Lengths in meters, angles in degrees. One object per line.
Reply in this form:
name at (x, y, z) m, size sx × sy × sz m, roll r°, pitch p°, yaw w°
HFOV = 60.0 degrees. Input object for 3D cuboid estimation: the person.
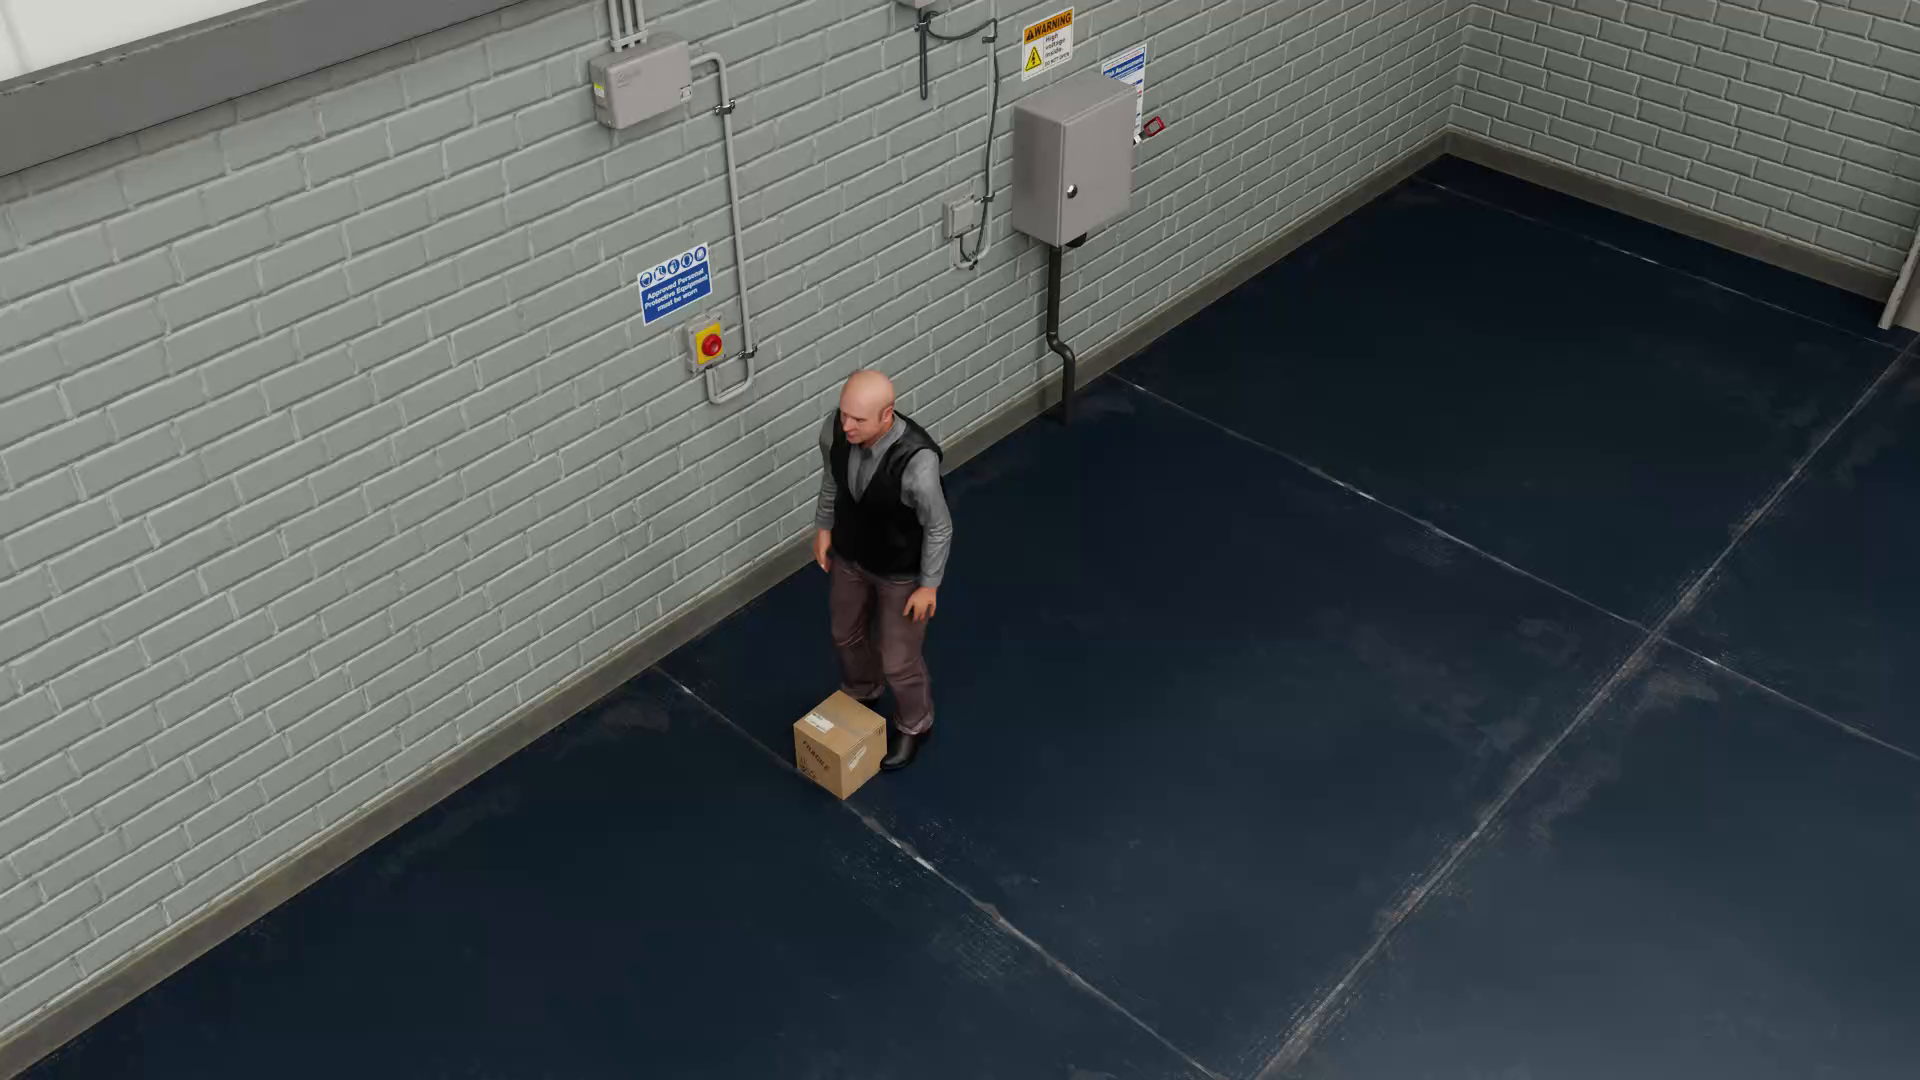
person at (-0.277, 0.075, 6.082) m, size 0.581 × 1.720 × 0.420 m, roll 28°, pitch 47°, yaw 30°
